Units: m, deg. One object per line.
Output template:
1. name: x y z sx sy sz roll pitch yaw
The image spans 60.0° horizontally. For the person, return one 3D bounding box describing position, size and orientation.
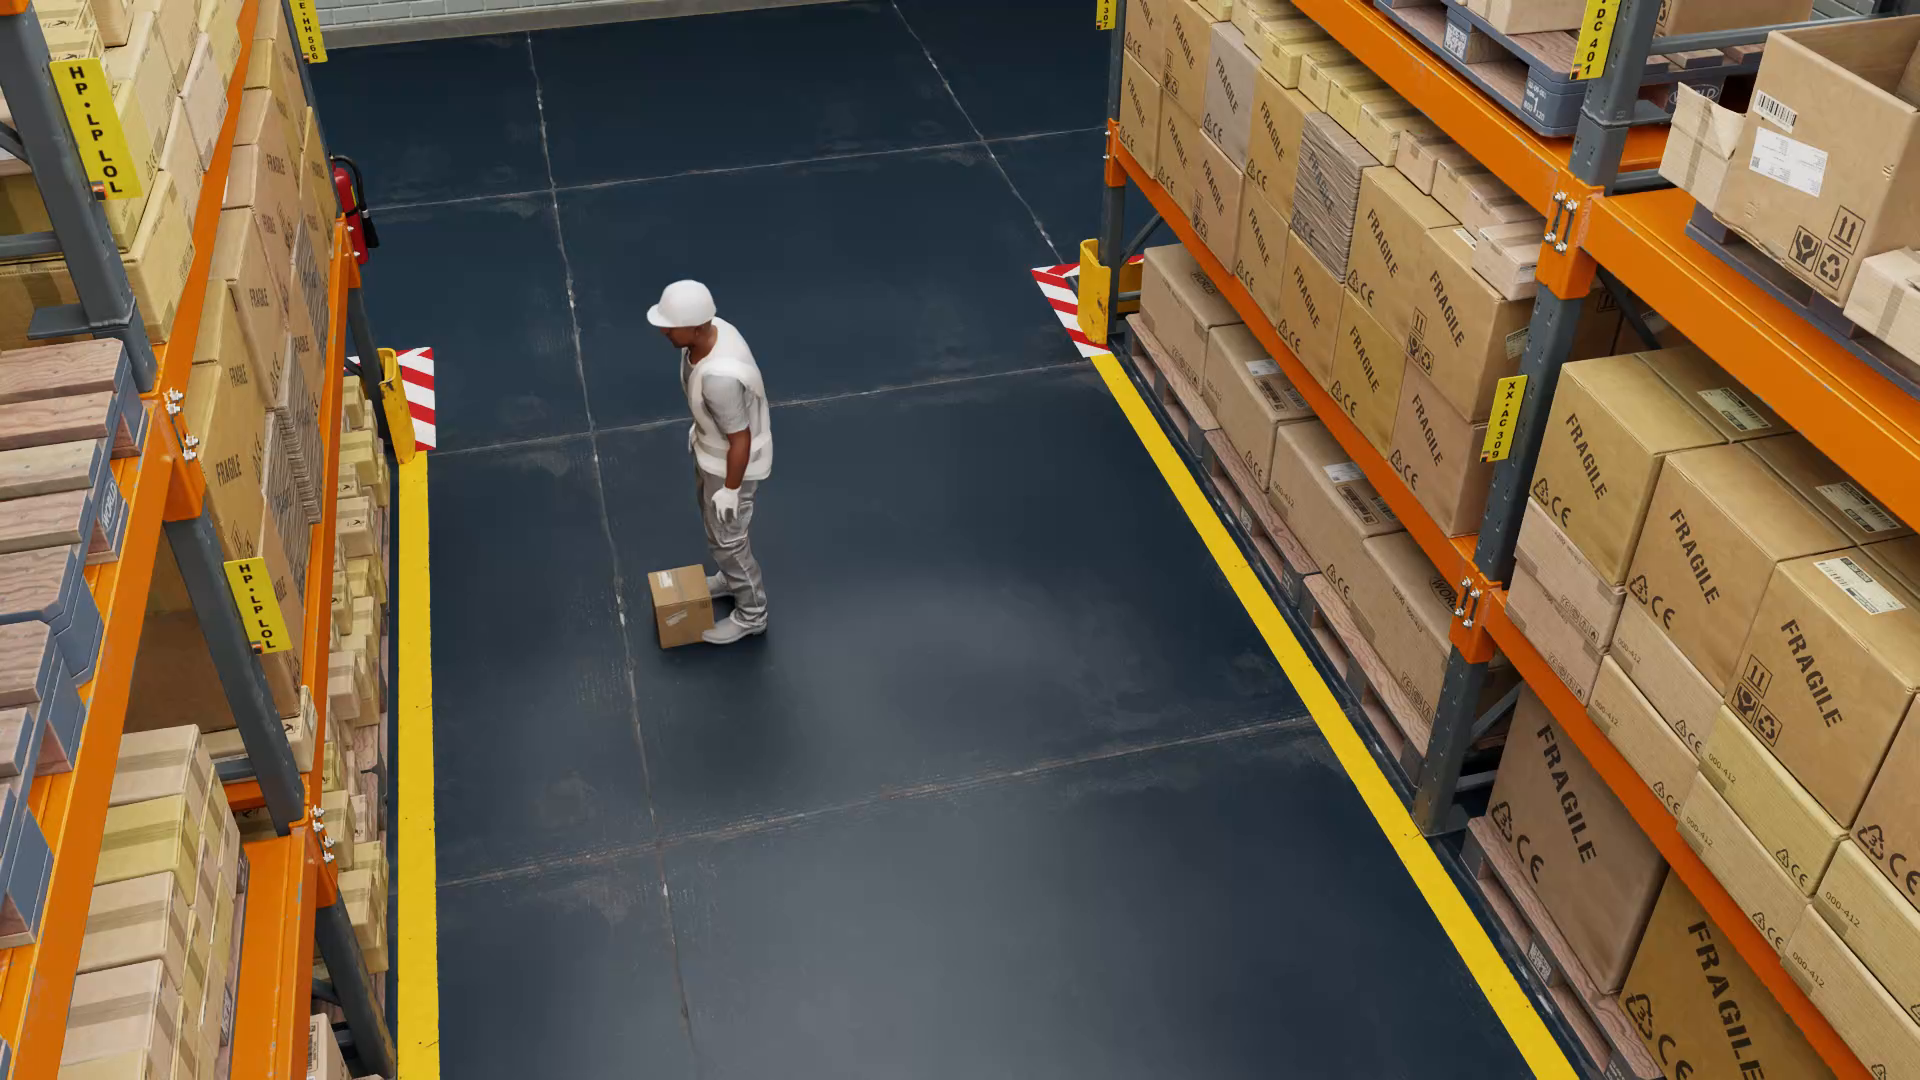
1. person: -1.037 -0.345 7.150 0.449 1.773 0.608 -11 39 -14
